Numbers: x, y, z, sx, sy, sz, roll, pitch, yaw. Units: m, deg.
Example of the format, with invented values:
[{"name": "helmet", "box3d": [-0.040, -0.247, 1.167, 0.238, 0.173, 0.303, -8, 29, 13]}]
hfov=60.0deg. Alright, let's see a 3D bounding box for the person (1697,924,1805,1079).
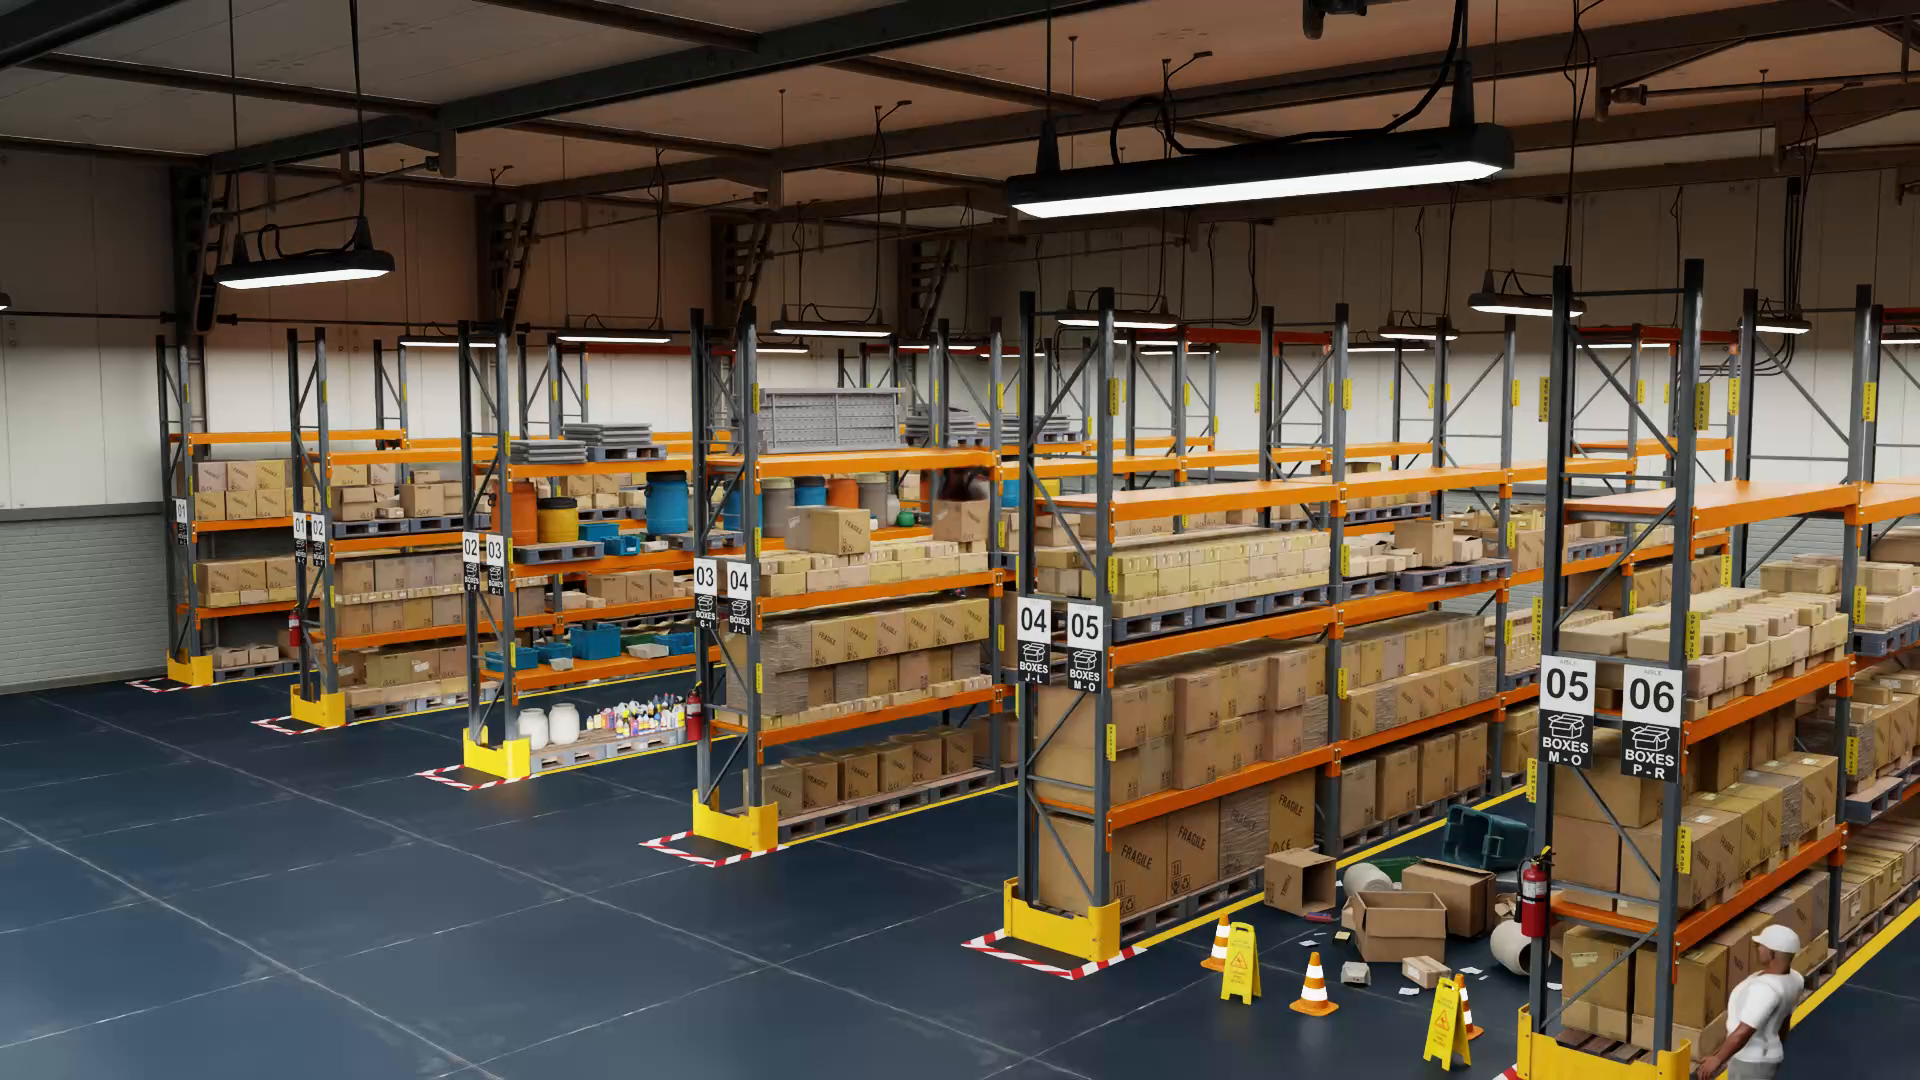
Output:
[{"name": "person", "box3d": [5.010, 3.299, 10.571, 0.639, 1.776, 0.590, 2, 6, 16]}]
